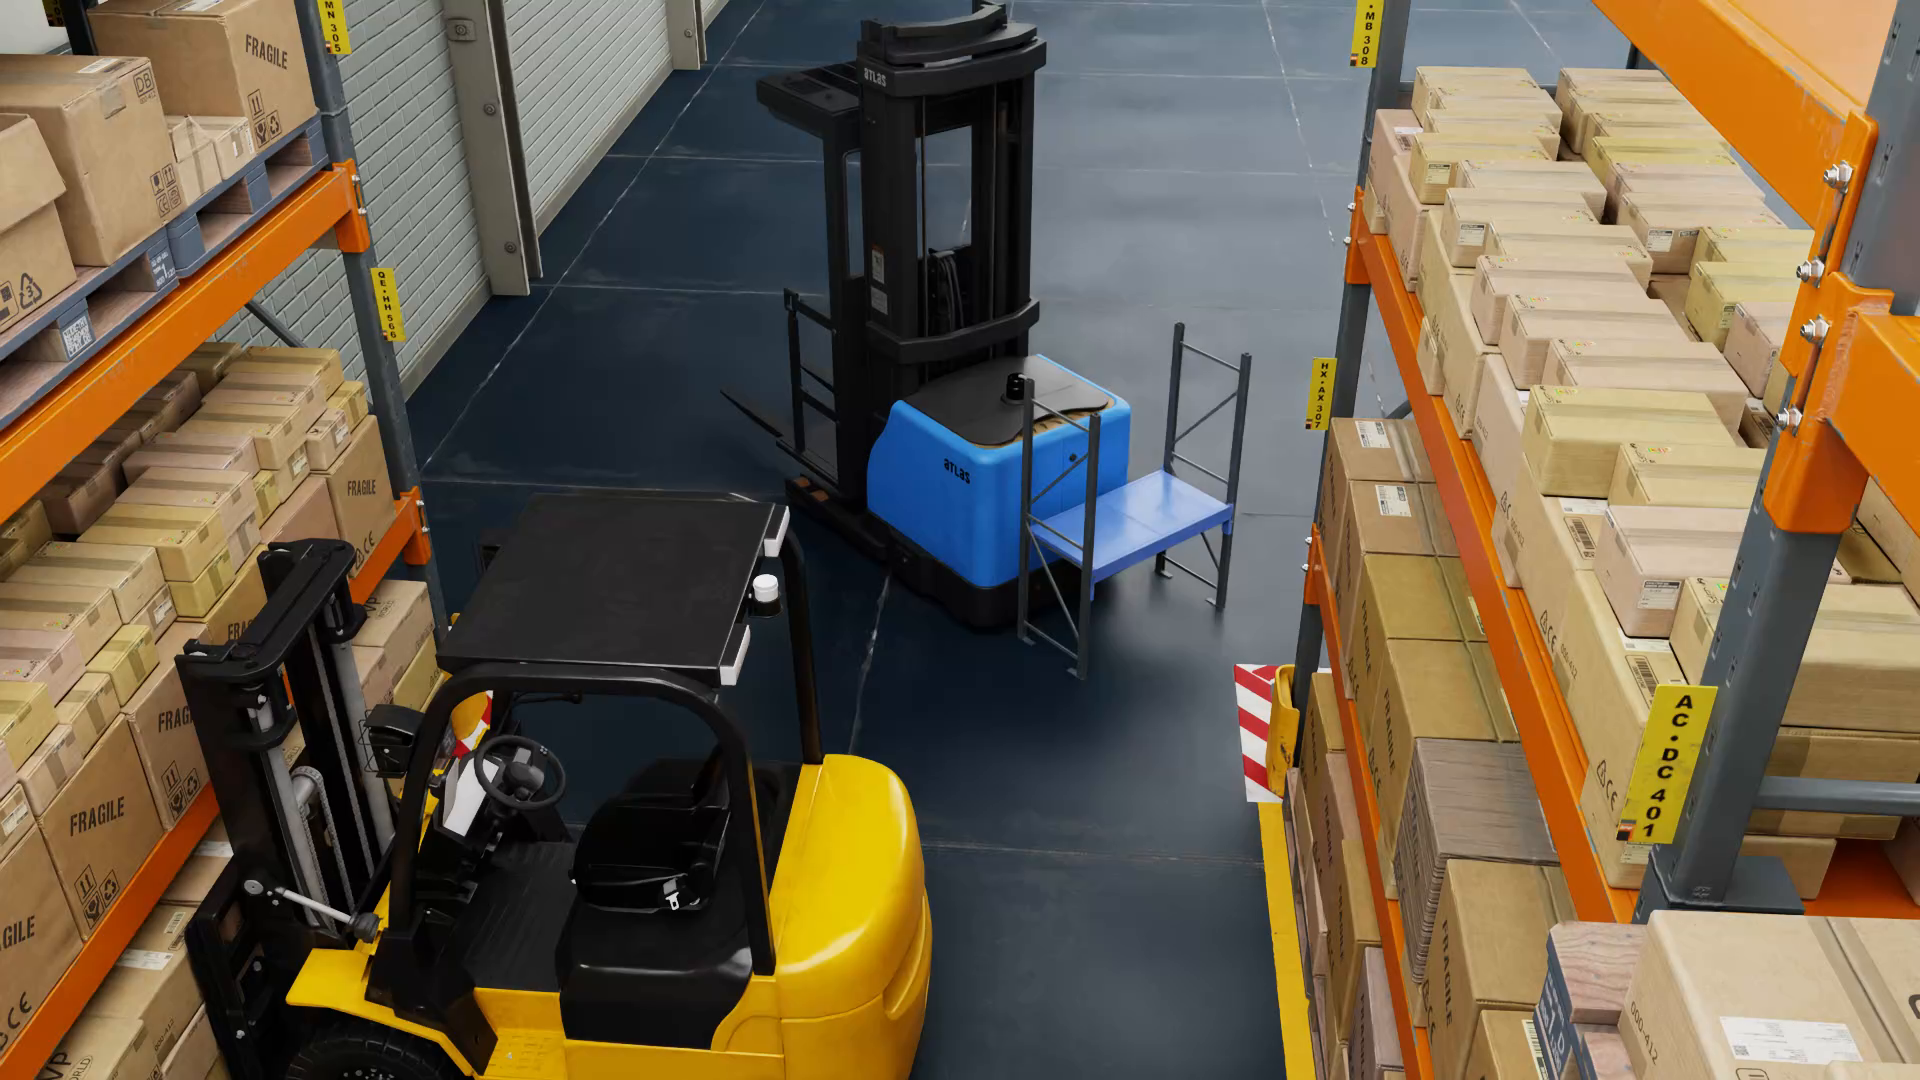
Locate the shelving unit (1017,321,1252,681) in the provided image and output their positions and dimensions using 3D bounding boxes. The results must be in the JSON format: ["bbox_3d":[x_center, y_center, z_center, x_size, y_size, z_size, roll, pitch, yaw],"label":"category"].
[{"bbox_3d":[0.865,-0.201,8.424,1.048,1.500,0.538,-23,39,-33],"label":"shelving unit"}]

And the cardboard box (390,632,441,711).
[{"bbox_3d":[-2.652,0.631,7.391,0.500,0.250,0.500,2,32,3],"label":"cardboard box"}]

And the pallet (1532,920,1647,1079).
[{"bbox_3d":[1.541,1.008,2.356,1.213,0.211,1.003,2,32,4],"label":"pallet"}]

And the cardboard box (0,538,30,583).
[{"bbox_3d":[-3.319,0.113,5.490,0.380,0.149,0.250,3,32,4],"label":"cardboard box"}]

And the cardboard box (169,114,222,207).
[{"bbox_3d":[-2.710,-1.278,5.518,0.396,0.266,0.258,3,32,4],"label":"cardboard box"}]

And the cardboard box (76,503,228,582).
[{"bbox_3d":[-2.747,0.007,5.662,0.380,0.149,0.250,3,32,5],"label":"cardboard box"}]

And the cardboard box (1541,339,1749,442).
[{"bbox_3d":[1.575,-0.344,3.849,0.380,0.149,0.250,2,32,3],"label":"cardboard box"}]

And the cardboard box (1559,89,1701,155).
[{"bbox_3d":[2.231,-1.392,5.551,0.380,0.149,0.250,3,32,5],"label":"cardboard box"}]

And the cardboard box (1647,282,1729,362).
[{"bbox_3d":[2.132,-0.467,4.430,0.500,0.250,0.500,3,32,4],"label":"cardboard box"}]

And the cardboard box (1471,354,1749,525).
[{"bbox_3d":[1.561,-0.226,4.038,0.500,0.250,0.500,2,32,3],"label":"cardboard box"}]

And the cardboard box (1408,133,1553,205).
[{"bbox_3d":[1.610,-1.149,5.156,0.380,0.149,0.250,2,32,4],"label":"cardboard box"}]

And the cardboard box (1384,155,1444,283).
[{"bbox_3d":[1.666,-1.031,5.344,0.500,0.250,0.500,2,32,3],"label":"cardboard box"}]

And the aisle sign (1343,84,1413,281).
[{"bbox_3d":[1.719,-1.358,6.396,0.394,0.787,0.004,2,32,4],"label":"aisle sign"}]

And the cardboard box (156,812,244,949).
[{"bbox_3d":[-2.767,1.201,5.990,0.500,0.250,0.500,2,32,3],"label":"cardboard box"}]

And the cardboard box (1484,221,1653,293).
[{"bbox_3d":[1.636,-0.743,4.498,0.380,0.149,0.250,3,32,5],"label":"cardboard box"}]

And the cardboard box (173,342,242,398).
[{"bbox_3d":[-3.165,-0.694,6.801,0.380,0.149,0.250,2,32,3],"label":"cardboard box"}]

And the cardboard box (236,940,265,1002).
[{"bbox_3d":[-2.769,1.426,6.102,0.500,0.250,0.500,2,32,4],"label":"cardboard box"}]

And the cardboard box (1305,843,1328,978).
[{"bbox_3d":[1.633,1.463,6.518,0.500,0.250,0.500,4,32,6],"label":"cardboard box"}]

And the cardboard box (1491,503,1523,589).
[{"bbox_3d":[1.517,0.001,4.050,0.380,0.149,0.250,3,32,5],"label":"cardboard box"}]

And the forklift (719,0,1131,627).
[{"bbox_3d":[-0.376,-1.511,9.188,1.130,2.935,3.031,-22,38,-31],"label":"forklift"}]

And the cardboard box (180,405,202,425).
[{"bbox_3d":[-3.167,-0.436,6.665,0.380,0.149,0.250,2,32,4],"label":"cardboard box"}]

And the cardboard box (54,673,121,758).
[{"bbox_3d":[-2.829,0.534,5.091,0.380,0.149,0.250,1,32,2],"label":"cardboard box"}]

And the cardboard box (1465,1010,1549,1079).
[{"bbox_3d":[1.486,1.474,3.900,0.500,0.500,0.500,2,32,3],"label":"cardboard box"}]

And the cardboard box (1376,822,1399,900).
[{"bbox_3d":[1.535,1.012,5.268,0.380,0.149,0.250,3,32,4],"label":"cardboard box"}]

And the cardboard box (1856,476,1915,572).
[{"bbox_3d":[2.071,-0.049,3.371,0.380,0.149,0.250,1,32,2],"label":"cardboard box"}]

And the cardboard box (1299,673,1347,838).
[{"bbox_3d":[1.681,0.890,6.733,0.500,0.500,0.500,1,32,2],"label":"cardboard box"}]

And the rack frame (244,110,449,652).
[{"bbox_3d":[-2.924,-0.415,7.345,1.000,3.000,0.127,2,32,4],"label":"rack frame"}]

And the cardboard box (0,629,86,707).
[{"bbox_3d":[-2.902,0.400,5.025,0.380,0.149,0.250,2,32,4],"label":"cardboard box"}]

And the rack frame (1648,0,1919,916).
[{"bbox_3d":[1.698,-0.668,2.036,1.000,3.000,0.127,2,32,4],"label":"rack frame"}]

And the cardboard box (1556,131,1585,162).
[{"bbox_3d":[2.250,-1.266,5.726,0.500,0.250,0.500,2,32,3],"label":"cardboard box"}]

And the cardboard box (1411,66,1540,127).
[{"bbox_3d":[1.791,-1.538,5.787,0.380,0.149,0.250,2,32,4],"label":"cardboard box"}]

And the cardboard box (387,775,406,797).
[{"bbox_3d":[-2.698,1.095,7.115,0.500,0.250,0.500,2,32,4],"label":"cardboard box"}]

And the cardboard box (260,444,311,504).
[{"bbox_3d":[-2.747,-0.273,6.400,0.380,0.149,0.250,3,32,5],"label":"cardboard box"}]

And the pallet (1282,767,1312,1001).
[{"bbox_3d":[1.916,1.445,6.985,1.003,0.211,1.213,2,32,4],"label":"pallet"}]

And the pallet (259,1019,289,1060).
[{"bbox_3d":[-3.047,1.810,6.393,1.003,0.211,1.213,2,32,4],"label":"pallet"}]

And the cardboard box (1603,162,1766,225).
[{"bbox_3d":[2.129,-1.000,4.914,0.380,0.149,0.250,2,32,4],"label":"cardboard box"}]

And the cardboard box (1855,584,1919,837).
[{"bbox_3d":[2.006,0.328,3.139,0.500,0.250,0.500,2,32,3],"label":"cardboard box"}]

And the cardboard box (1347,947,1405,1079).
[{"bbox_3d":[1.558,1.705,5.410,0.500,0.500,0.500,4,32,7],"label":"cardboard box"}]

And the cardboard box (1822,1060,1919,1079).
[{"bbox_3d":[1.220,0.831,1.730,0.500,0.250,0.500,2,32,3],"label":"cardboard box"}]

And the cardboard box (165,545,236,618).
[{"bbox_3d":[-2.753,0.131,5.745,0.380,0.149,0.250,3,32,4],"label":"cardboard box"}]

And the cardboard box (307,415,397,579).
[{"bbox_3d":[-2.703,-0.189,6.883,0.500,0.500,0.500,2,32,3],"label":"cardboard box"}]

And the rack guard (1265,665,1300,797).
[{"bbox_3d":[2.017,0.899,7.596,1.175,0.500,0.348,2,32,4],"label":"rack guard"}]

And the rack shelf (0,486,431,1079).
[{"bbox_3d":[-3.087,0.937,5.837,1.077,0.370,4.000,2,32,4],"label":"rack shelf"}]

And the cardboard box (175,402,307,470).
[{"bbox_3d":[-2.727,-0.396,6.317,0.380,0.149,0.250,3,32,5],"label":"cardboard box"}]

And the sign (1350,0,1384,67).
[{"bbox_3d":[1.482,-1.877,6.026,0.100,0.325,0.005,2,32,4],"label":"sign"}]

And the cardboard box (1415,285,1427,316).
[{"bbox_3d":[1.689,-0.807,5.361,0.380,0.149,0.250,2,32,4],"label":"cardboard box"}]

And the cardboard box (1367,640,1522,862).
[{"bbox_3d":[1.596,0.665,5.213,0.500,0.500,0.500,2,32,3],"label":"cardboard box"}]

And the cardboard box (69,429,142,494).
[{"bbox_3d":[-3.262,-0.291,6.147,0.380,0.149,0.250,3,32,4],"label":"cardboard box"}]

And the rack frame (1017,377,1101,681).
[{"bbox_3d":[0.472,-0.032,8.150,0.032,1.500,0.500,-23,39,-33],"label":"rack frame"}]

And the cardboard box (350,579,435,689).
[{"bbox_3d":[-2.651,0.405,7.282,0.500,0.250,0.500,3,32,6],"label":"cardboard box"}]

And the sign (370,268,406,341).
[{"bbox_3d":[-2.385,-0.979,6.930,0.100,0.325,0.005,2,32,4],"label":"sign"}]

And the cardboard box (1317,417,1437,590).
[{"bbox_3d":[1.708,-0.139,6.517,0.500,0.500,0.500,2,32,3],"label":"cardboard box"}]

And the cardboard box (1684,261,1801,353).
[{"bbox_3d":[2.093,-0.590,4.250,0.380,0.149,0.250,3,32,5],"label":"cardboard box"}]

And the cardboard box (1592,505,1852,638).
[{"bbox_3d":[1.450,0.062,3.190,0.380,0.149,0.250,2,32,3],"label":"cardboard box"}]

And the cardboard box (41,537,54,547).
[{"bbox_3d":[-3.386,0.102,5.793,0.380,0.149,0.250,4,32,6],"label":"cardboard box"}]

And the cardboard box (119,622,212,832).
[{"bbox_3d":[-2.826,0.613,5.582,0.500,0.500,0.500,3,32,4],"label":"cardboard box"}]

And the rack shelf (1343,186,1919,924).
[{"bbox_3d":[1.860,-0.130,4.709,1.077,0.370,4.000,2,32,4],"label":"rack shelf"}]
